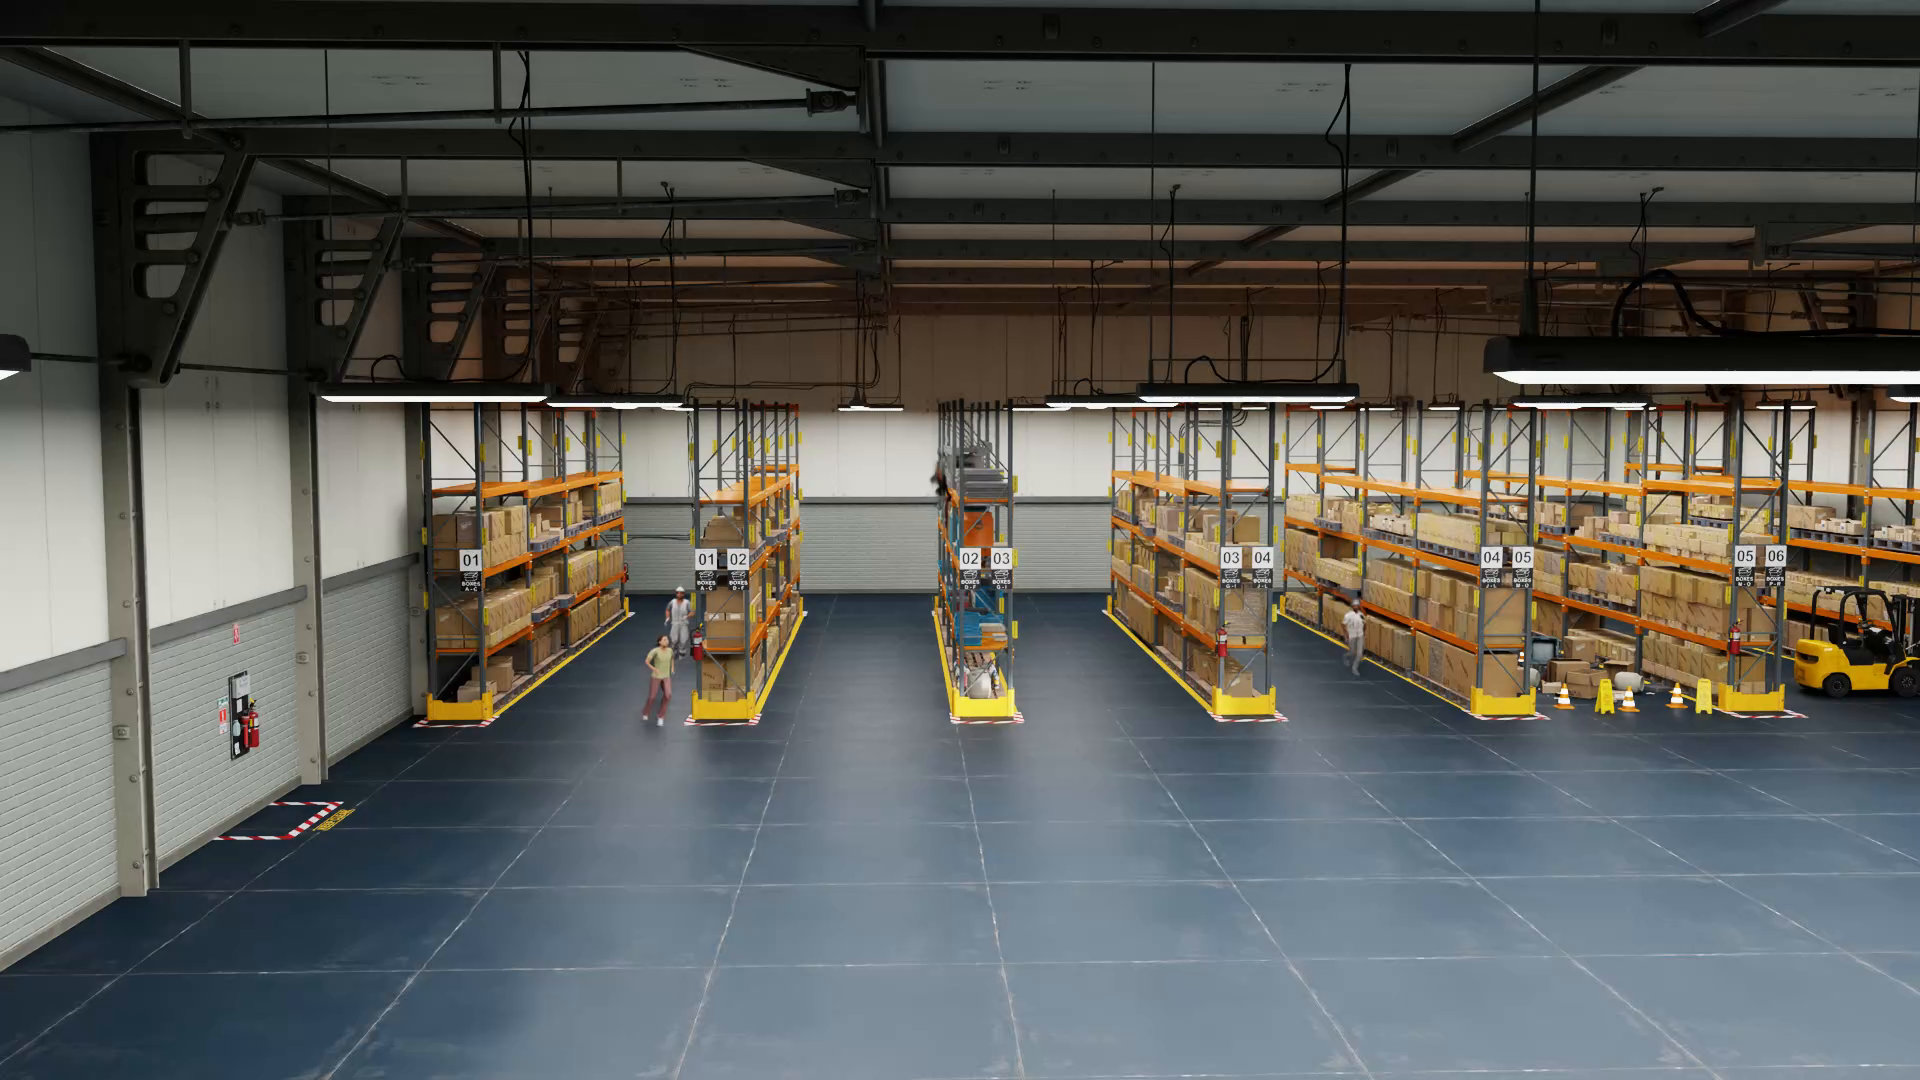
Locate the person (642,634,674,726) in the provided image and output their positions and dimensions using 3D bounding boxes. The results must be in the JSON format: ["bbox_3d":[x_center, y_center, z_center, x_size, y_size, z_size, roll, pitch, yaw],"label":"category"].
[{"bbox_3d":[-5.532,2.569,30.780,0.640,1.677,0.694,-3,5,-30],"label":"person"}]

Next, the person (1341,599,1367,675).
[{"bbox_3d":[8.698,2.125,36.665,0.582,1.665,0.578,-1,4,-8],"label":"person"}]

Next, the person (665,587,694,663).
[{"bbox_3d":[-6.416,1.953,38.002,0.664,1.739,0.603,0,4,-4],"label":"person"}]
